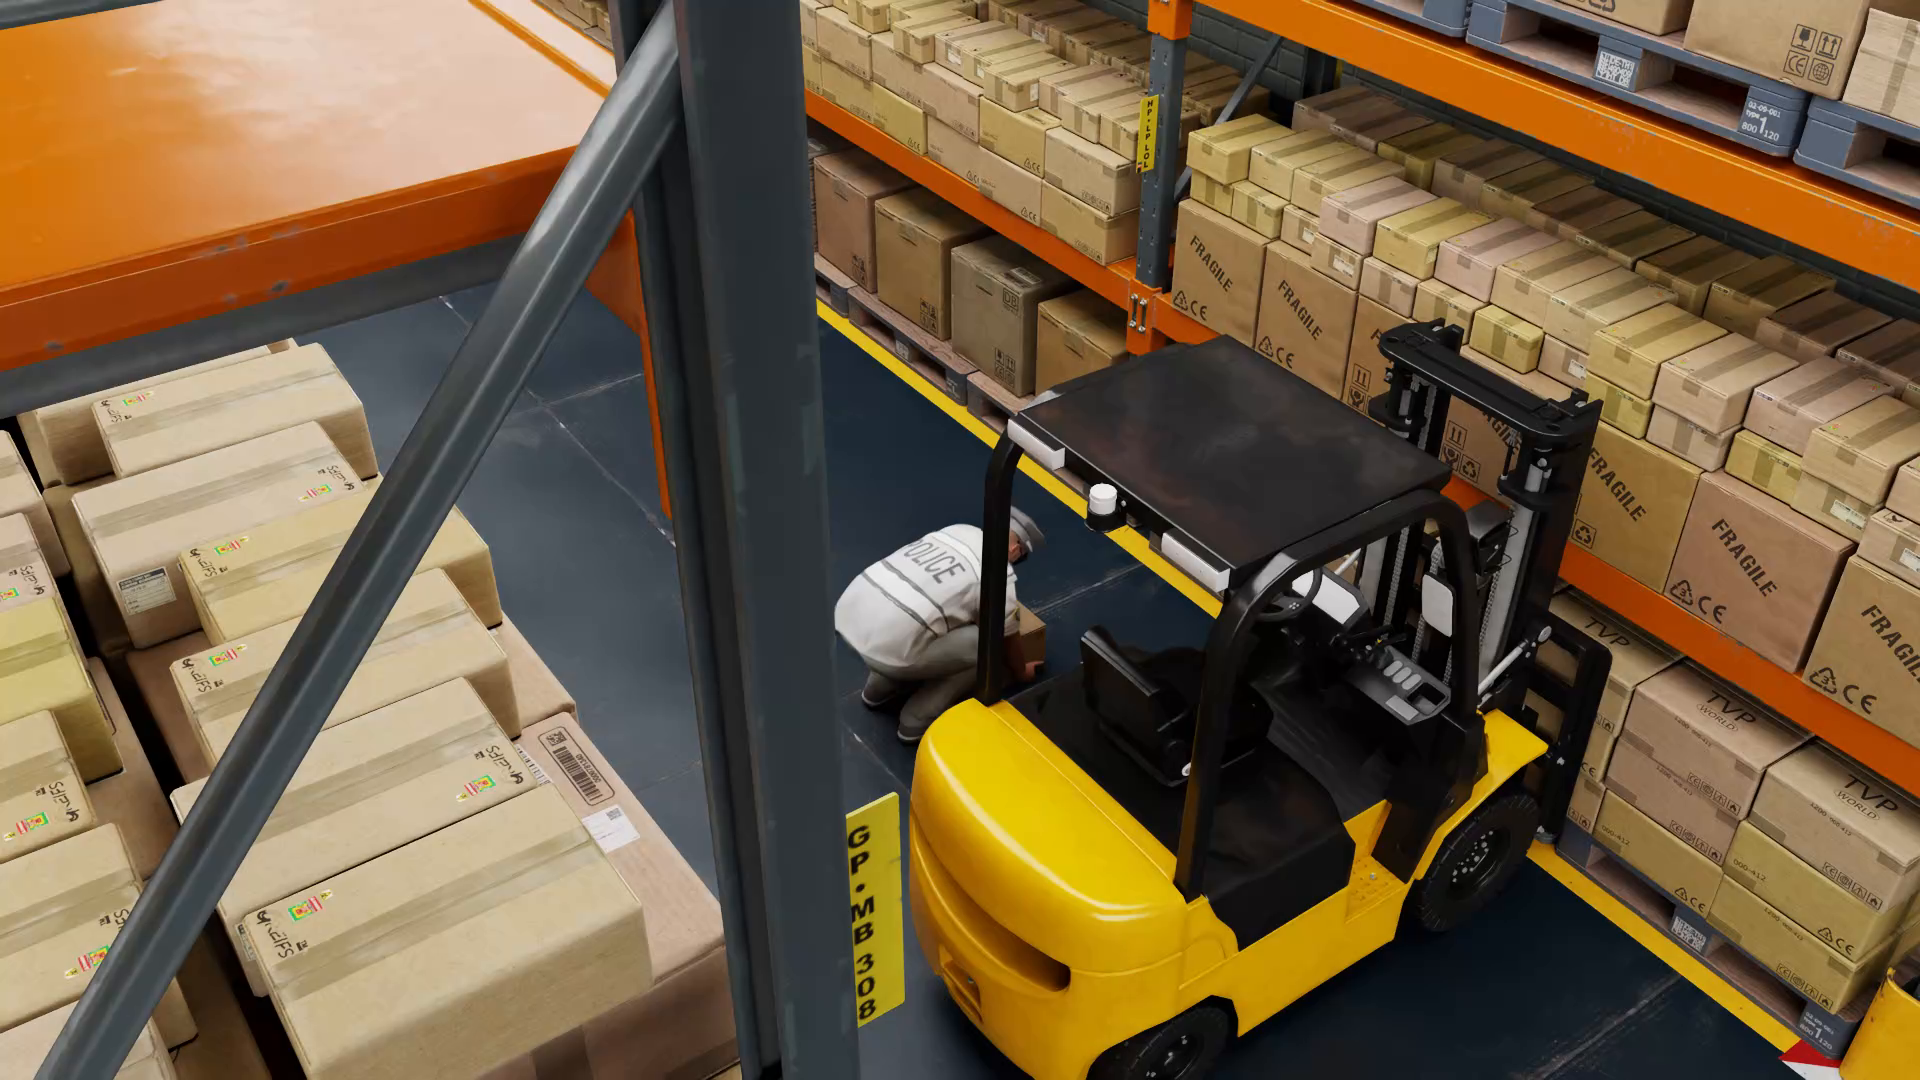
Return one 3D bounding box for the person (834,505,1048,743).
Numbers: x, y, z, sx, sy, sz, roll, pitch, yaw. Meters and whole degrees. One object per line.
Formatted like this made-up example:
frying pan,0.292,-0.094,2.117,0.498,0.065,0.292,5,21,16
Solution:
person,-0.052,0.350,6.994,1.026,0.813,0.531,-24,42,-29
